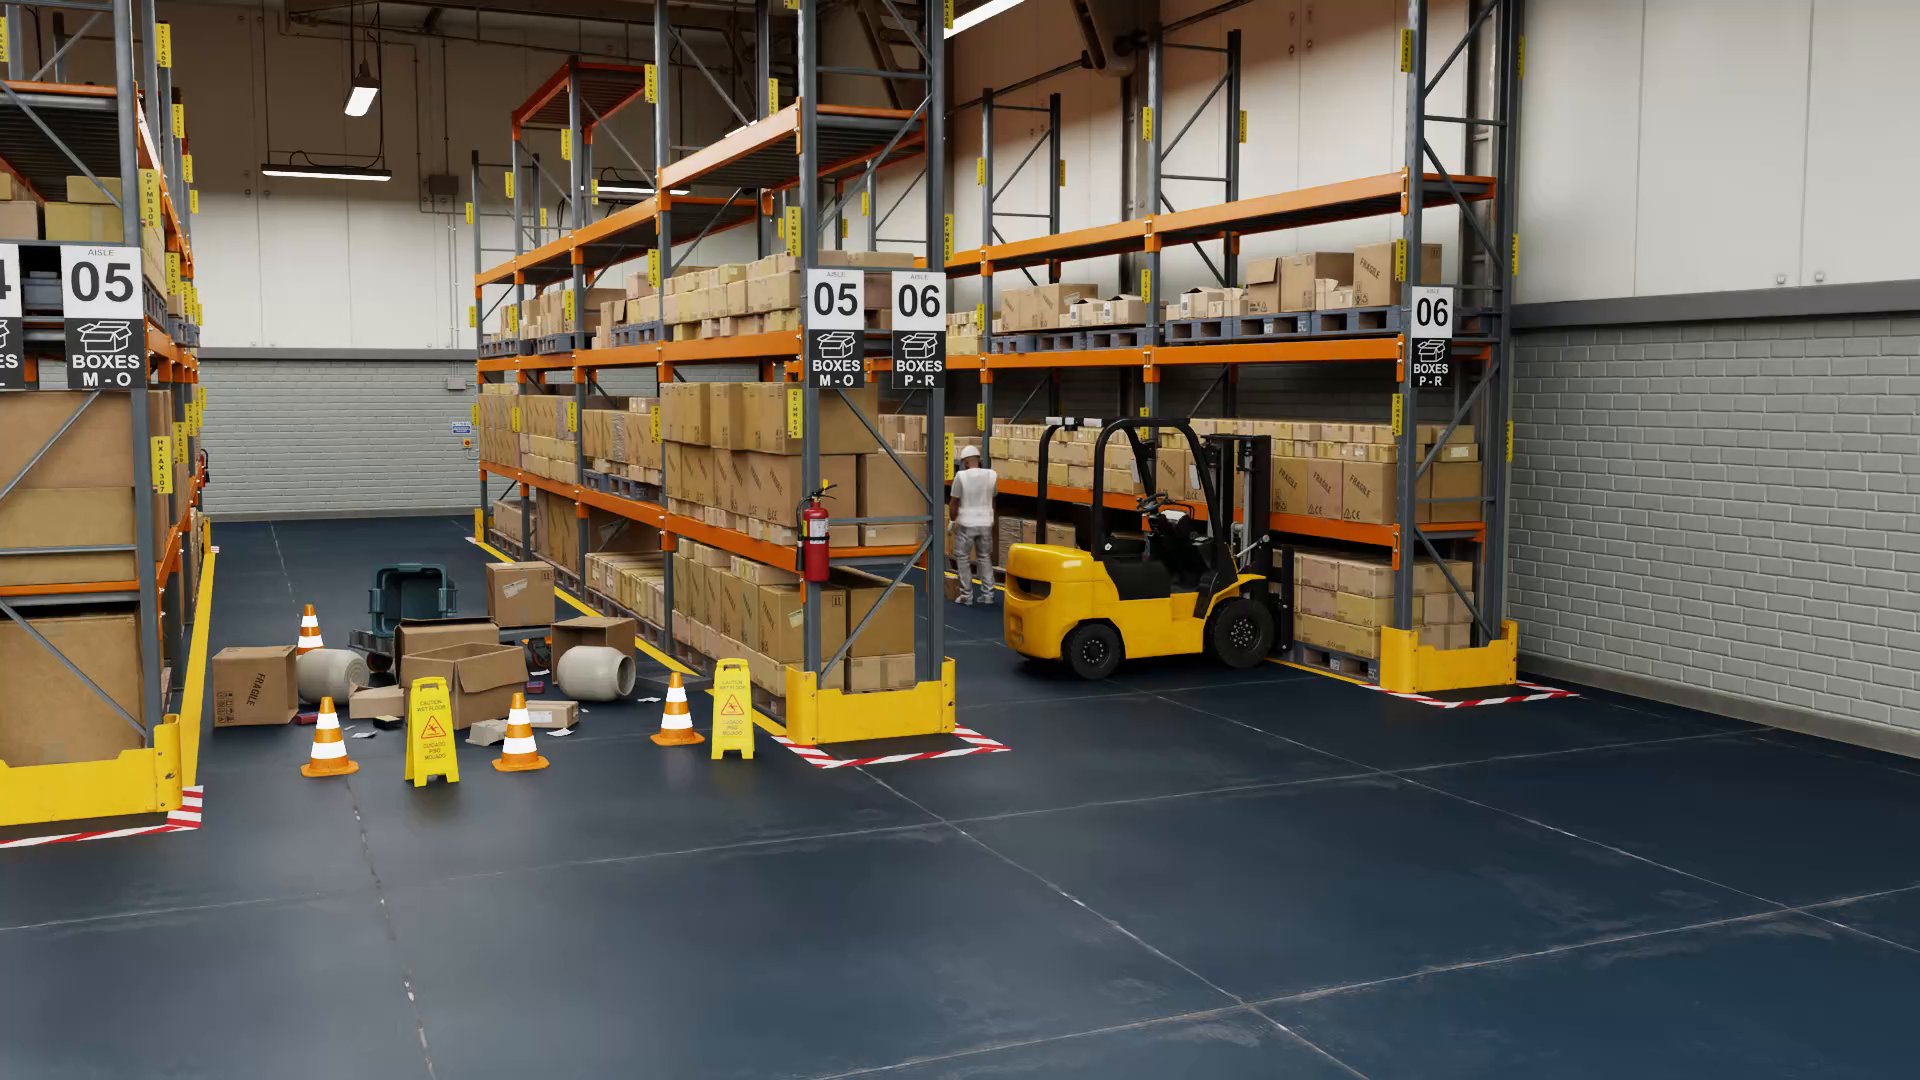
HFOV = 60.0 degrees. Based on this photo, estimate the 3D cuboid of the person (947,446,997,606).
[{"bbox_3d":[0.140,-0.162,18.484,0.557,1.761,0.400,-2,6,-22],"label":"person"}]
